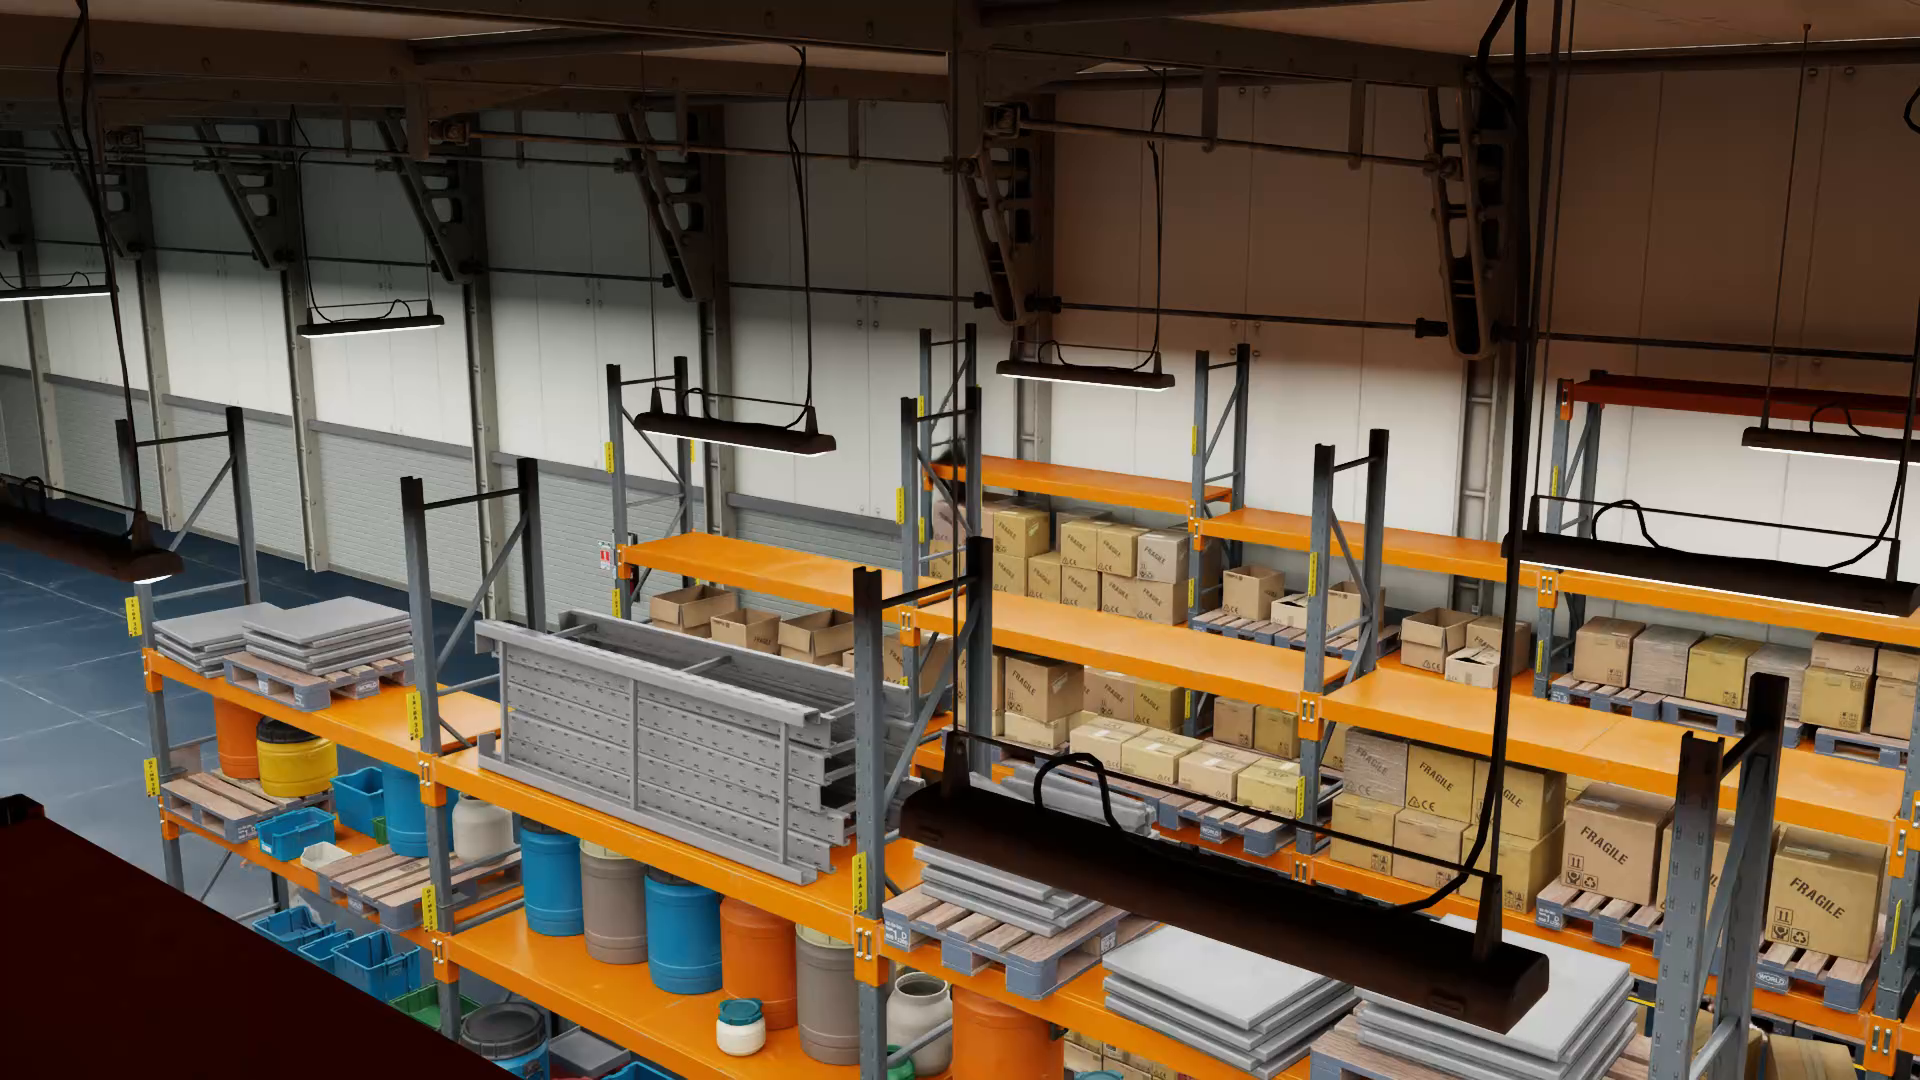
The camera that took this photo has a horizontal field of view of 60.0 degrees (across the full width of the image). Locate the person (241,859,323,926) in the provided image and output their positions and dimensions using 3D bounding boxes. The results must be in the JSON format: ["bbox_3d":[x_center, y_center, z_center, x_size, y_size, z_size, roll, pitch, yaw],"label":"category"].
[{"bbox_3d":[-7.117,3.457,17.425,0.775,1.553,0.604,-10,16,-38],"label":"person"}]

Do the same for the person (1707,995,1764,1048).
[{"bbox_3d":[5.908,4.325,13.112,0.727,1.820,0.636,8,15,32],"label":"person"}]
